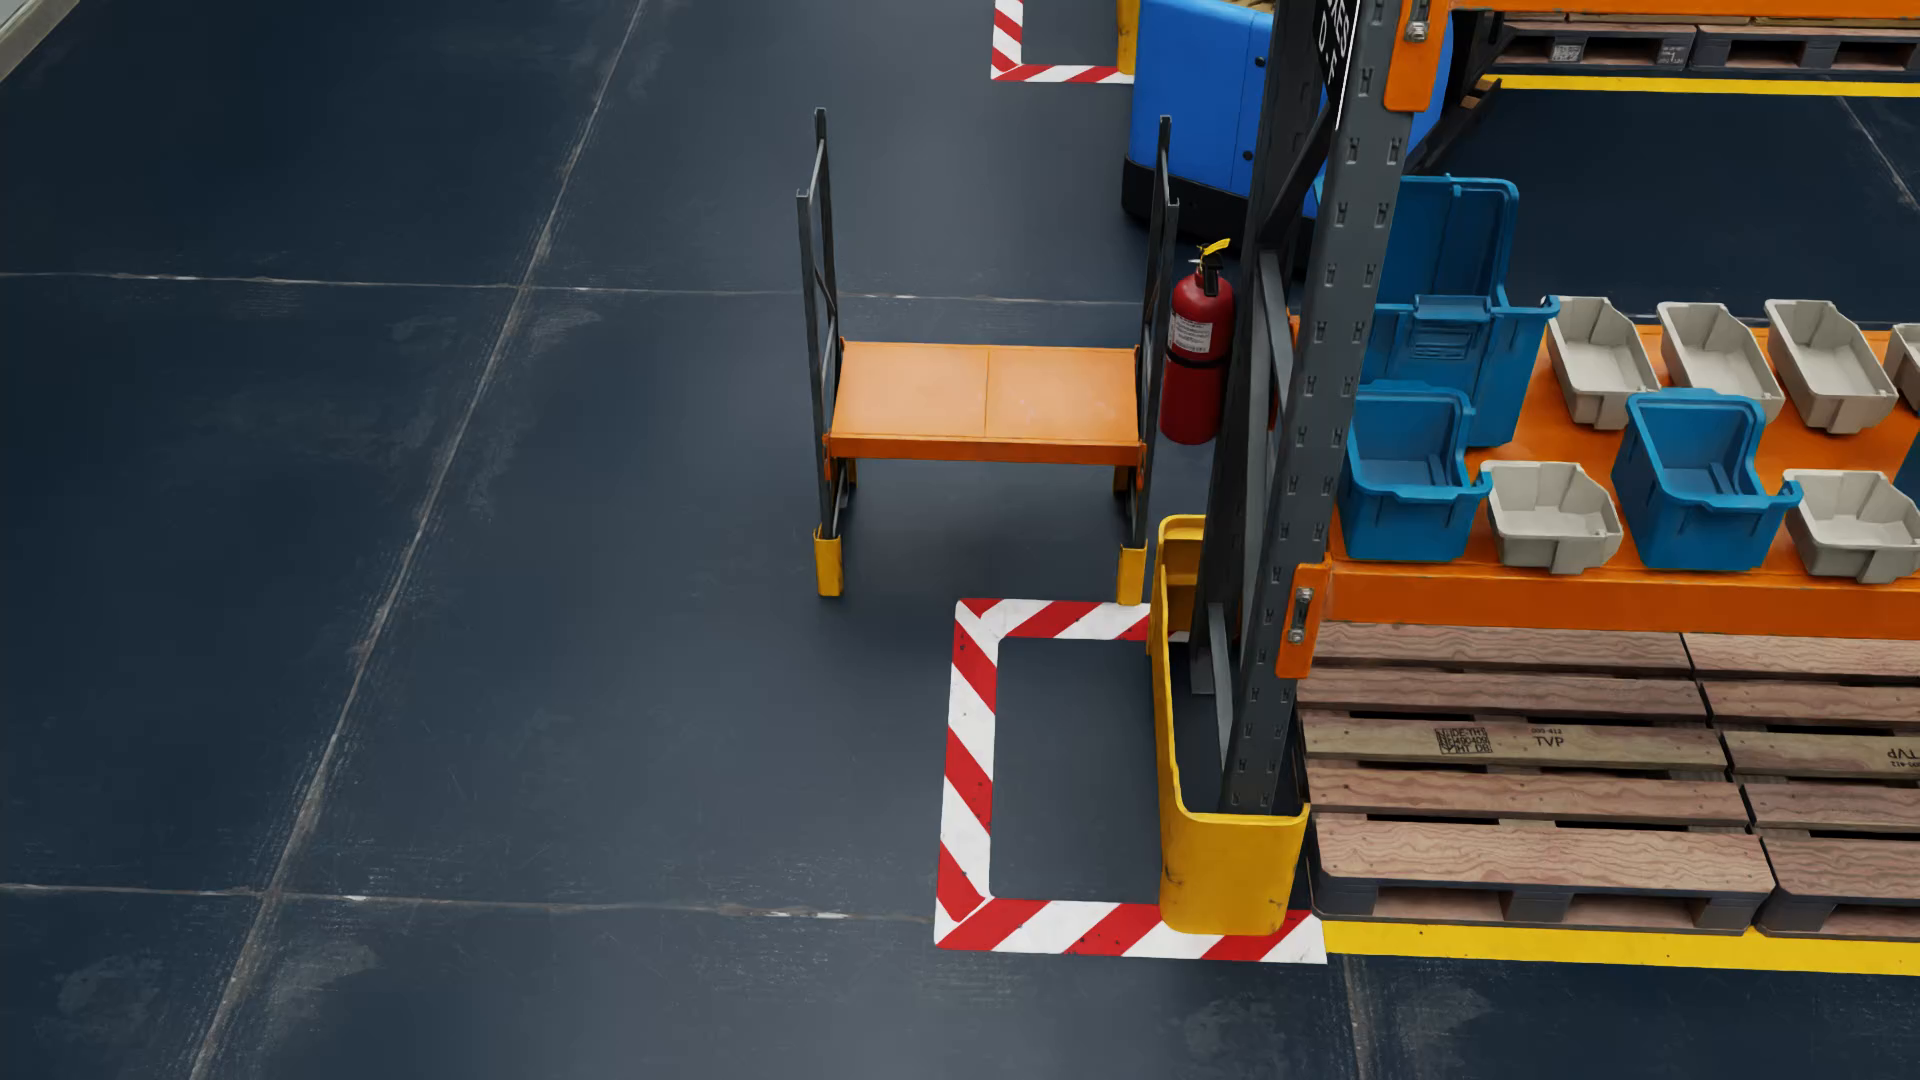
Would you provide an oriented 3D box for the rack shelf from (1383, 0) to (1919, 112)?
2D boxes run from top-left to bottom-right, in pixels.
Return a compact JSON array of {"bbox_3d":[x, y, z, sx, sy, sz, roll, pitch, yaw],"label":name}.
[{"bbox_3d":[2.776,-1.189,3.153,4.000,0.370,1.077,2,43,2],"label":"rack shelf"}]

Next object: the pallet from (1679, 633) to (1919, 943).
[{"bbox_3d":[2.816,0.695,4.849,1.213,0.211,1.003,2,43,2],"label":"pallet"}]

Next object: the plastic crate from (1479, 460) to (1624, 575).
[{"bbox_3d":[1.327,-0.044,3.746,0.298,0.136,0.250,2,43,2],"label":"plastic crate"}]

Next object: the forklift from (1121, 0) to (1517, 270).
[{"bbox_3d":[1.909,-3.139,6.969,1.130,2.935,3.031,23,48,23],"label":"forklift"}]

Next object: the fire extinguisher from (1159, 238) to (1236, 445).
[{"bbox_3d":[0.648,-0.566,4.487,0.183,0.674,0.296,2,43,2],"label":"fire extinguisher"}]

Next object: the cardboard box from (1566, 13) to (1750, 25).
[{"bbox_3d":[3.442,-3.145,8.176,0.875,0.875,0.875,2,43,2],"label":"cardboard box"}]

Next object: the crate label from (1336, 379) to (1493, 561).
[{"bbox_3d":[1.010,-0.145,3.784,0.303,0.233,0.416,2,43,2],"label":"crate label"}]

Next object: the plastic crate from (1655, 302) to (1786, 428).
[{"bbox_3d":[1.890,-0.421,4.151,0.243,0.136,0.396,2,43,2],"label":"plastic crate"}]

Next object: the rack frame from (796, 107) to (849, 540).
[{"bbox_3d":[-0.423,-0.562,5.253,0.032,1.500,0.500,2,43,2],"label":"rack frame"}]

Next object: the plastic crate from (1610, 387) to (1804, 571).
[{"bbox_3d":[1.668,-0.125,3.762,0.300,0.233,0.416,2,43,2],"label":"plastic crate"}]

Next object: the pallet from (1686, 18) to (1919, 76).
[{"bbox_3d":[4.241,-2.722,8.518,1.213,0.211,1.003,2,43,2],"label":"pallet"}]

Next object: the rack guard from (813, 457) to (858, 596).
[{"bbox_3d":[-0.421,-0.104,5.679,0.087,0.250,0.587,2,43,2],"label":"rack guard"}]

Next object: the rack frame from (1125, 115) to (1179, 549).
[{"bbox_3d":[0.593,-0.531,5.219,0.032,1.500,0.500,2,43,2],"label":"rack frame"}]

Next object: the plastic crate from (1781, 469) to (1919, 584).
[{"bbox_3d":[2.004,-0.023,3.723,0.298,0.136,0.250,2,43,2],"label":"plastic crate"}]

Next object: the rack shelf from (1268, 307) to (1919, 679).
[{"bbox_3d":[2.776,-0.092,4.176,4.000,0.370,1.077,2,43,2],"label":"rack shelf"}]

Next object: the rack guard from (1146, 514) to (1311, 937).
[{"bbox_3d":[0.753,0.506,4.840,0.348,0.500,1.175,2,43,2],"label":"rack guard"}]

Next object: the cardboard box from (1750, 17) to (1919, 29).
[{"bbox_3d":[4.341,-3.117,8.146,0.875,0.875,0.875,2,43,2],"label":"cardboard box"}]

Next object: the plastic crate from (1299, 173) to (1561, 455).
[{"bbox_3d":[1.121,-0.568,4.089,0.499,0.435,0.616,2,43,2],"label":"plastic crate"}]

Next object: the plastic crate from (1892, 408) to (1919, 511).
[{"bbox_3d":[2.325,-0.105,3.741,0.300,0.233,0.416,2,43,2],"label":"plastic crate"}]

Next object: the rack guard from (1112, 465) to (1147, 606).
[{"bbox_3d":[0.574,-0.074,5.646,0.087,0.250,0.587,2,43,2],"label":"rack guard"}]

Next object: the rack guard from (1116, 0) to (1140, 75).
[{"bbox_3d":[0.977,-2.875,8.470,0.348,0.500,1.175,2,43,2],"label":"rack guard"}]

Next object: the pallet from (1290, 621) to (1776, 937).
[{"bbox_3d":[1.600,0.656,4.891,1.213,0.211,1.003,2,43,2],"label":"pallet"}]

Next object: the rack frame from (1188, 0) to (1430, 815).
[{"bbox_3d":[0.778,-0.416,3.996,0.127,3.000,1.000,2,43,2],"label":"rack frame"}]

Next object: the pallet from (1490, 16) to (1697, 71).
[{"bbox_3d":[3.019,-2.758,8.556,1.213,0.211,1.003,2,43,2],"label":"pallet"}]

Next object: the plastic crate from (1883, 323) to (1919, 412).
[{"bbox_3d":[2.466,-0.433,4.164,0.250,0.136,0.298,2,43,2],"label":"plastic crate"}]

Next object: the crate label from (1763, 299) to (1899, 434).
[{"bbox_3d":[2.169,-0.429,4.160,0.243,0.136,0.396,2,43,2],"label":"crate label"}]

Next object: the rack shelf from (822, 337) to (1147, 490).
[{"bbox_3d":[0.085,-0.415,5.359,1.000,0.185,0.538,2,43,2],"label":"rack shelf"}]

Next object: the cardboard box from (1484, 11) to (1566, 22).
[{"bbox_3d":[2.553,-3.172,8.205,0.875,0.875,0.875,2,43,2],"label":"cardboard box"}]

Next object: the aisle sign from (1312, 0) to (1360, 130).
[{"bbox_3d":[0.693,-1.167,2.895,0.004,0.787,0.394,2,43,2],"label":"aisle sign"}]

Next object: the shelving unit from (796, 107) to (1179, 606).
[{"bbox_3d":[0.076,-0.547,5.236,1.083,1.500,0.587,2,43,2],"label":"shelving unit"}]

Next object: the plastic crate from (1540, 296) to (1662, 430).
[{"bbox_3d":[1.601,-0.440,4.171,0.243,0.136,0.396,2,43,2],"label":"plastic crate"}]
